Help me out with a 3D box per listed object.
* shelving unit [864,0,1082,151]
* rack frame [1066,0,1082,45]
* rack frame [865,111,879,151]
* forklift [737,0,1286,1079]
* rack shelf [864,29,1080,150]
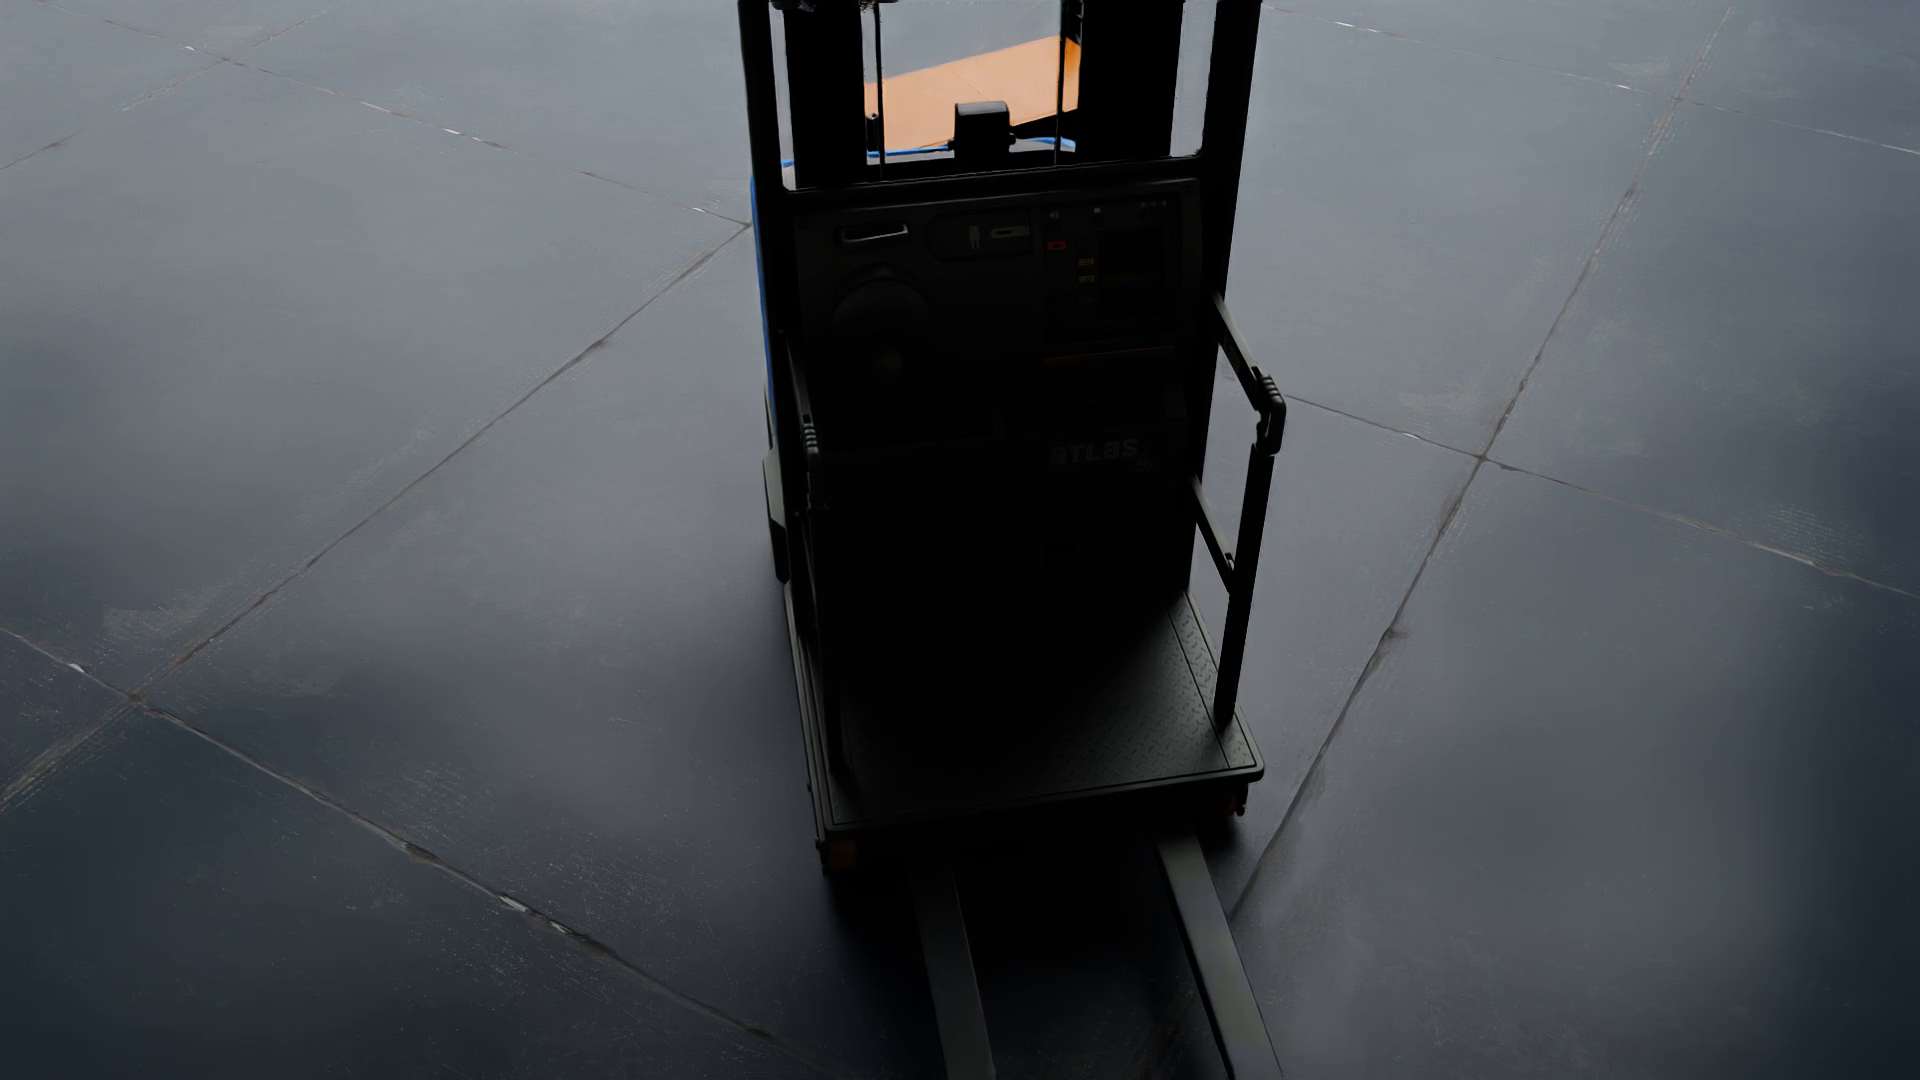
[{"bbox_3d":[0.062,-1.153,5.708,1.048,1.125,0.538,-20,45,-22],"label":"shelving unit"},{"bbox_3d":[0.504,-1.318,5.896,0.032,1.125,0.500,-20,45,-22],"label":"rack frame"},{"bbox_3d":[-0.381,-0.988,5.521,0.032,1.125,0.500,-20,45,-22],"label":"rack frame"},{"bbox_3d":[0.134,-0.513,3.615,1.130,2.935,3.031,-7,42,-8],"label":"forklift"},{"bbox_3d":[0.062,-1.373,5.515,1.000,0.278,0.538,-20,45,-22],"label":"rack shelf"}]
